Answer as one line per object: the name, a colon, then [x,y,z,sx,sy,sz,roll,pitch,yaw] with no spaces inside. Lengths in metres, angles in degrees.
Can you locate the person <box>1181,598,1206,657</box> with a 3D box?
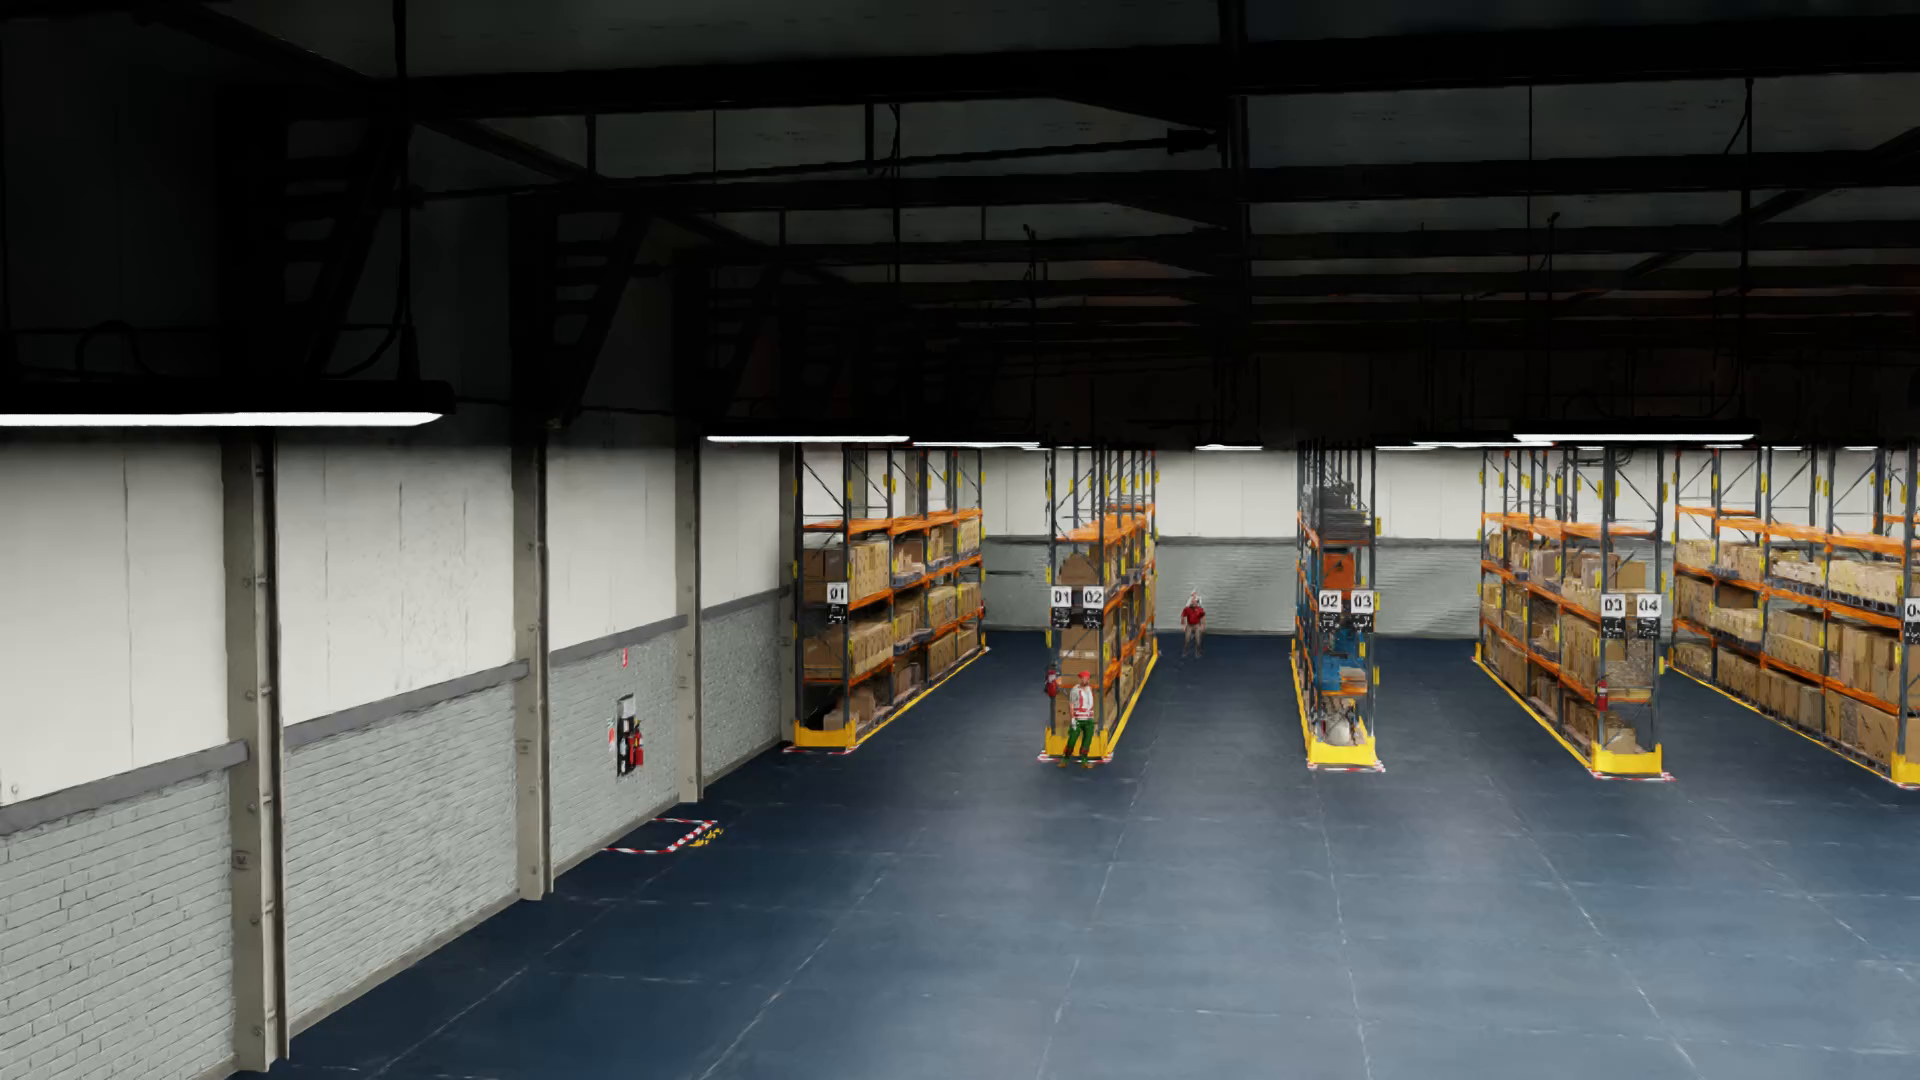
person: [6.512,2.436,46.417,0.682,1.676,0.529,0,3,8]

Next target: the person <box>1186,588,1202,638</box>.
person: [7.119,2.248,50.512,0.497,1.583,1.090,1,3,12]

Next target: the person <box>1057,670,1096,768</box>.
person: [2.103,3.242,30.087,0.708,1.787,0.472,-2,4,-33]
